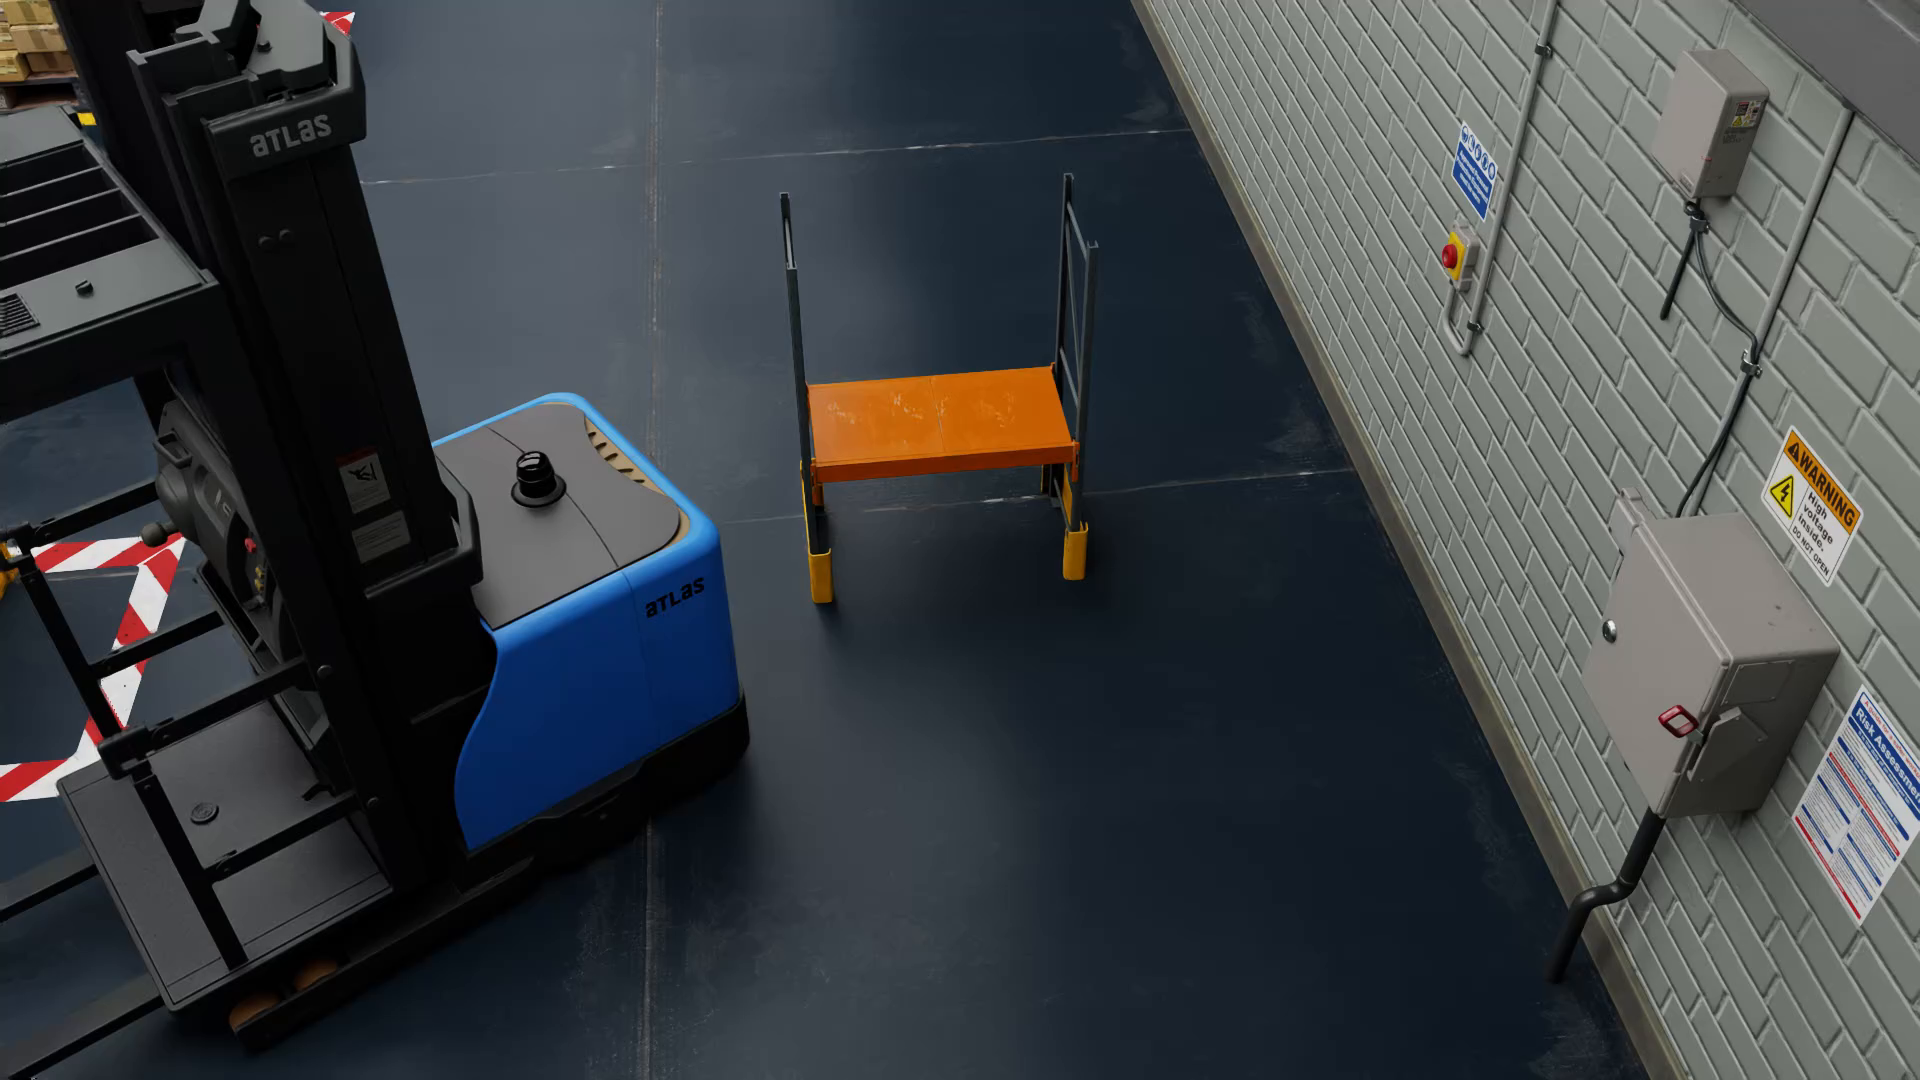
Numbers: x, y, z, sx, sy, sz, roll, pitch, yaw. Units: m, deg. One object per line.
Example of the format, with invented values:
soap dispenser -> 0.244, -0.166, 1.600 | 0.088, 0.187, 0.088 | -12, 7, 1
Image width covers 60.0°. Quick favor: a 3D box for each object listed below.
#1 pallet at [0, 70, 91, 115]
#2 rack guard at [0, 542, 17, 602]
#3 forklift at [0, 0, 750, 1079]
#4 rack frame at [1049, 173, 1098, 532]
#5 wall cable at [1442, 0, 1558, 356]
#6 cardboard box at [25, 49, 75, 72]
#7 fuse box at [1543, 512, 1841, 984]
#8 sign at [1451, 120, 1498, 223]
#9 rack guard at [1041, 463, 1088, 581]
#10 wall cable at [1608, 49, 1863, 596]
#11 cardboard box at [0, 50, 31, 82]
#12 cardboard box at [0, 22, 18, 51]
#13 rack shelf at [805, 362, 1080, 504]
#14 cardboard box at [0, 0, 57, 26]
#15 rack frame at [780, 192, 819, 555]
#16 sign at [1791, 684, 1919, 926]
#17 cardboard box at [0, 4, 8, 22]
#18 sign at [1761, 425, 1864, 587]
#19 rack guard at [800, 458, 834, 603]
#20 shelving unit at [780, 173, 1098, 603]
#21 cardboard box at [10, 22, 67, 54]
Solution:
pallet -> -5.504, -2.814, 9.712 | 1.213, 0.211, 1.003 | -5, 42, -6
rack guard -> -3.853, 0.301, 6.043 | 0.348, 0.500, 1.175 | -5, 42, -6
forklift -> -2.209, 0.040, 4.517 | 3.031, 2.935, 1.130 | -28, 49, -28
rack frame -> 0.419, -0.594, 6.288 | 0.032, 1.500, 0.500 | -5, 42, -6
wall cable -> 1.711, -1.519, 5.412 | 0.123, 1.953, 0.585 | -5, 42, -6
cardboard box -> -5.114, -2.817, 9.448 | 0.250, 0.149, 0.380 | -4, 42, -5
fuse box -> 1.839, 0.756, 4.634 | 0.414, 1.711, 0.539 | -5, 42, -6
sign -> 1.766, -1.268, 5.714 | 0.001, 0.218, 0.327 | -5, 42, -6
rack guard -> 0.418, -0.129, 6.707 | 0.087, 0.250, 0.587 | -5, 42, -6
wall cable -> 1.907, -0.566, 4.380 | 0.122, 1.984, 0.588 | -5, 42, -6
cardboard box -> -5.356, -2.727, 9.349 | 0.250, 0.149, 0.380 | -4, 42, -4
cardboard box -> -5.371, -2.889, 9.306 | 0.250, 0.149, 0.380 | -6, 42, -7
rack shelf -> -0.085, -0.416, 6.360 | 1.000, 0.185, 0.538 | -5, 42, -6
cardboard box -> -5.111, -3.007, 9.215 | 0.250, 0.149, 0.380 | -5, 42, -5
rack frame -> -0.589, -0.505, 6.191 | 0.032, 1.500, 0.500 | -5, 42, -6
sign -> 2.108, 0.623, 3.890 | 0.001, 0.494, 0.329 | -5, 42, -6
cardboard box -> -5.368, -3.024, 9.233 | 0.250, 0.149, 0.380 | -4, 42, -5
sign -> 2.037, -0.084, 3.986 | 0.001, 0.242, 0.339 | -5, 42, -6
rack guard -> -0.569, -0.043, 6.611 | 0.087, 0.250, 0.587 | -5, 42, -6
shelving unit -> -0.076, -0.550, 6.240 | 1.083, 1.500, 0.587 | -5, 42, -6
cardboard box -> -5.105, -2.876, 9.292 | 0.250, 0.149, 0.380 | -6, 42, -7
